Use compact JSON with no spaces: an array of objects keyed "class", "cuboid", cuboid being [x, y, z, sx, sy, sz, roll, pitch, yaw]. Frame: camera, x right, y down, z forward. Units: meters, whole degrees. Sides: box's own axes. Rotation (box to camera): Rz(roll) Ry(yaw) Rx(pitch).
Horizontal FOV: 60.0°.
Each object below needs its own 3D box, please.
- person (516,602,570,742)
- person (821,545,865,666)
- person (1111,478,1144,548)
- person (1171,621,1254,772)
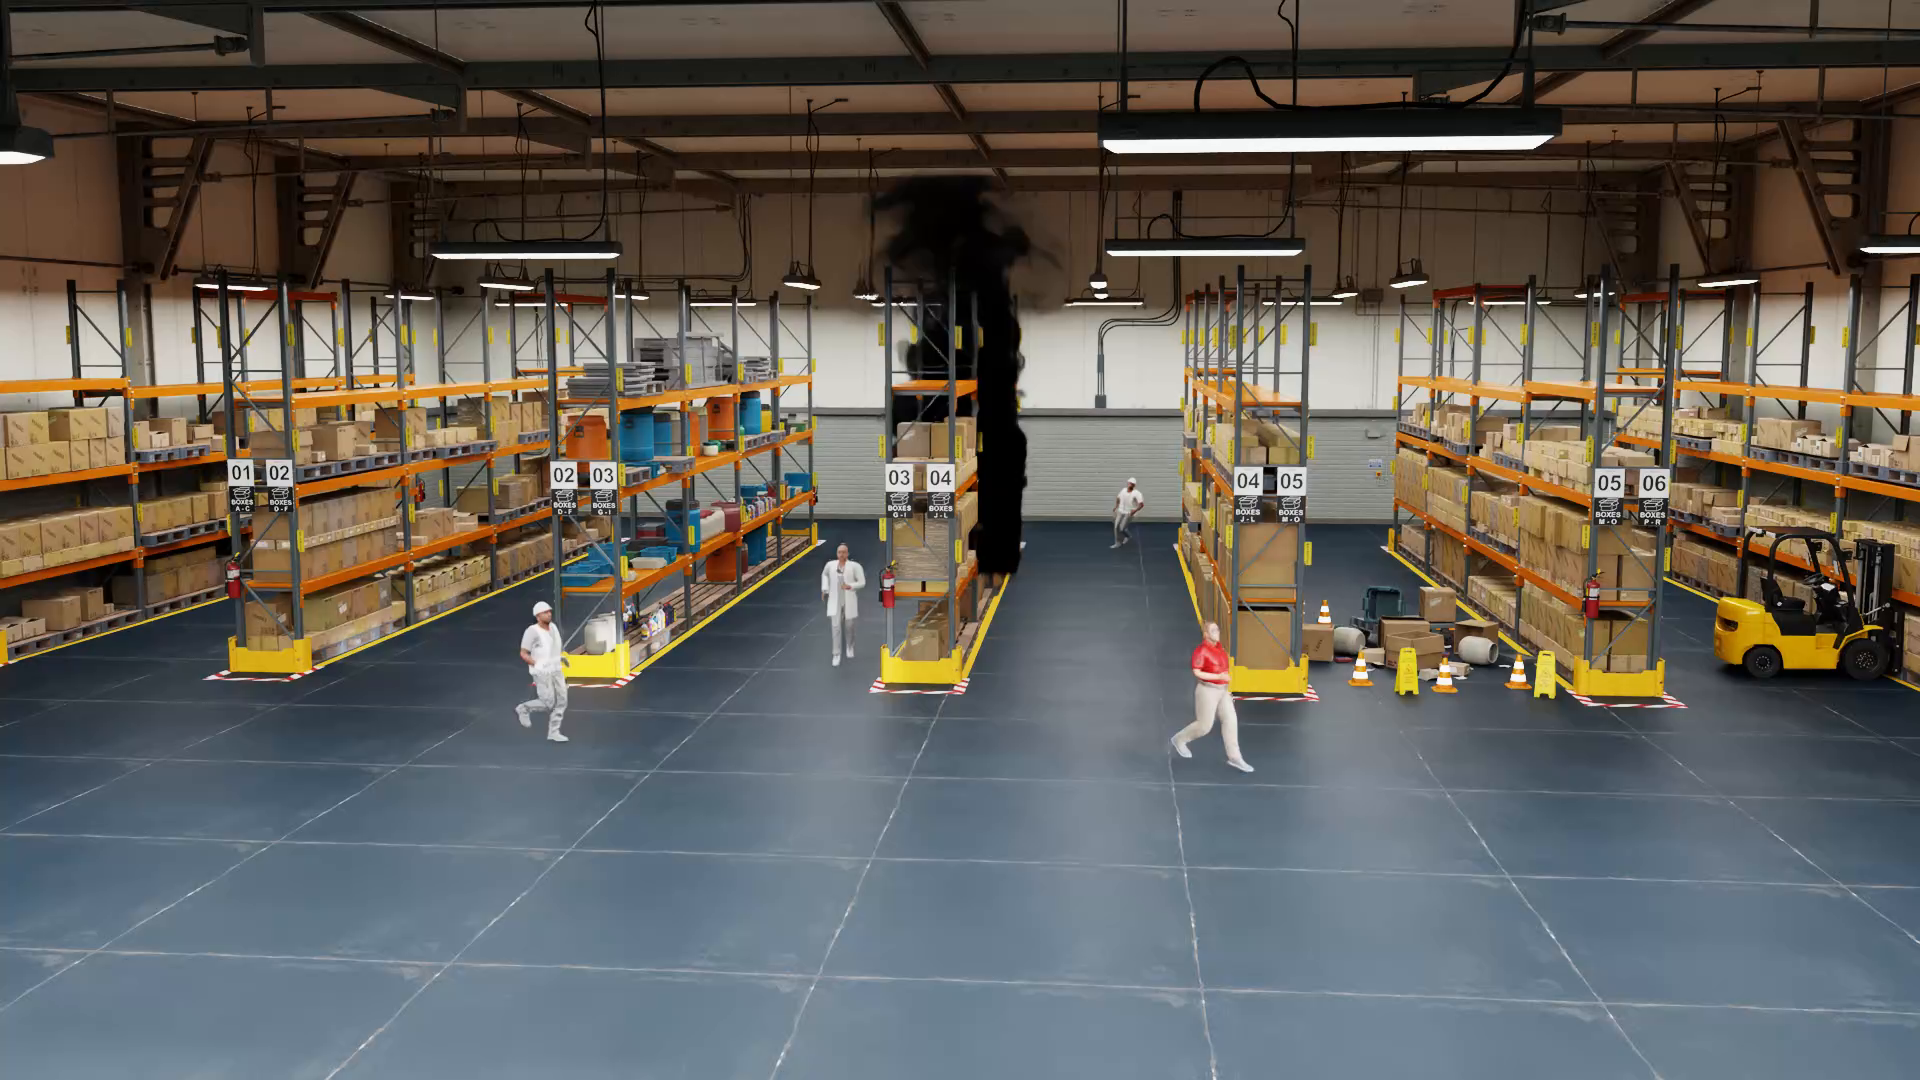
[{"class":"person","cuboid":[-5.195,1.633,20.724,0.710,1.746,0.690,3,8,25]},{"class":"person","cuboid":[-1.789,0.961,25.442,0.702,1.788,0.981,0,7,3]},{"class":"person","cuboid":[3.995,-0.640,39.612,0.752,1.697,0.530,6,9,39]},{"class":"person","cuboid":[2.956,1.798,19.386,1.032,1.714,0.675,6,9,42]}]
